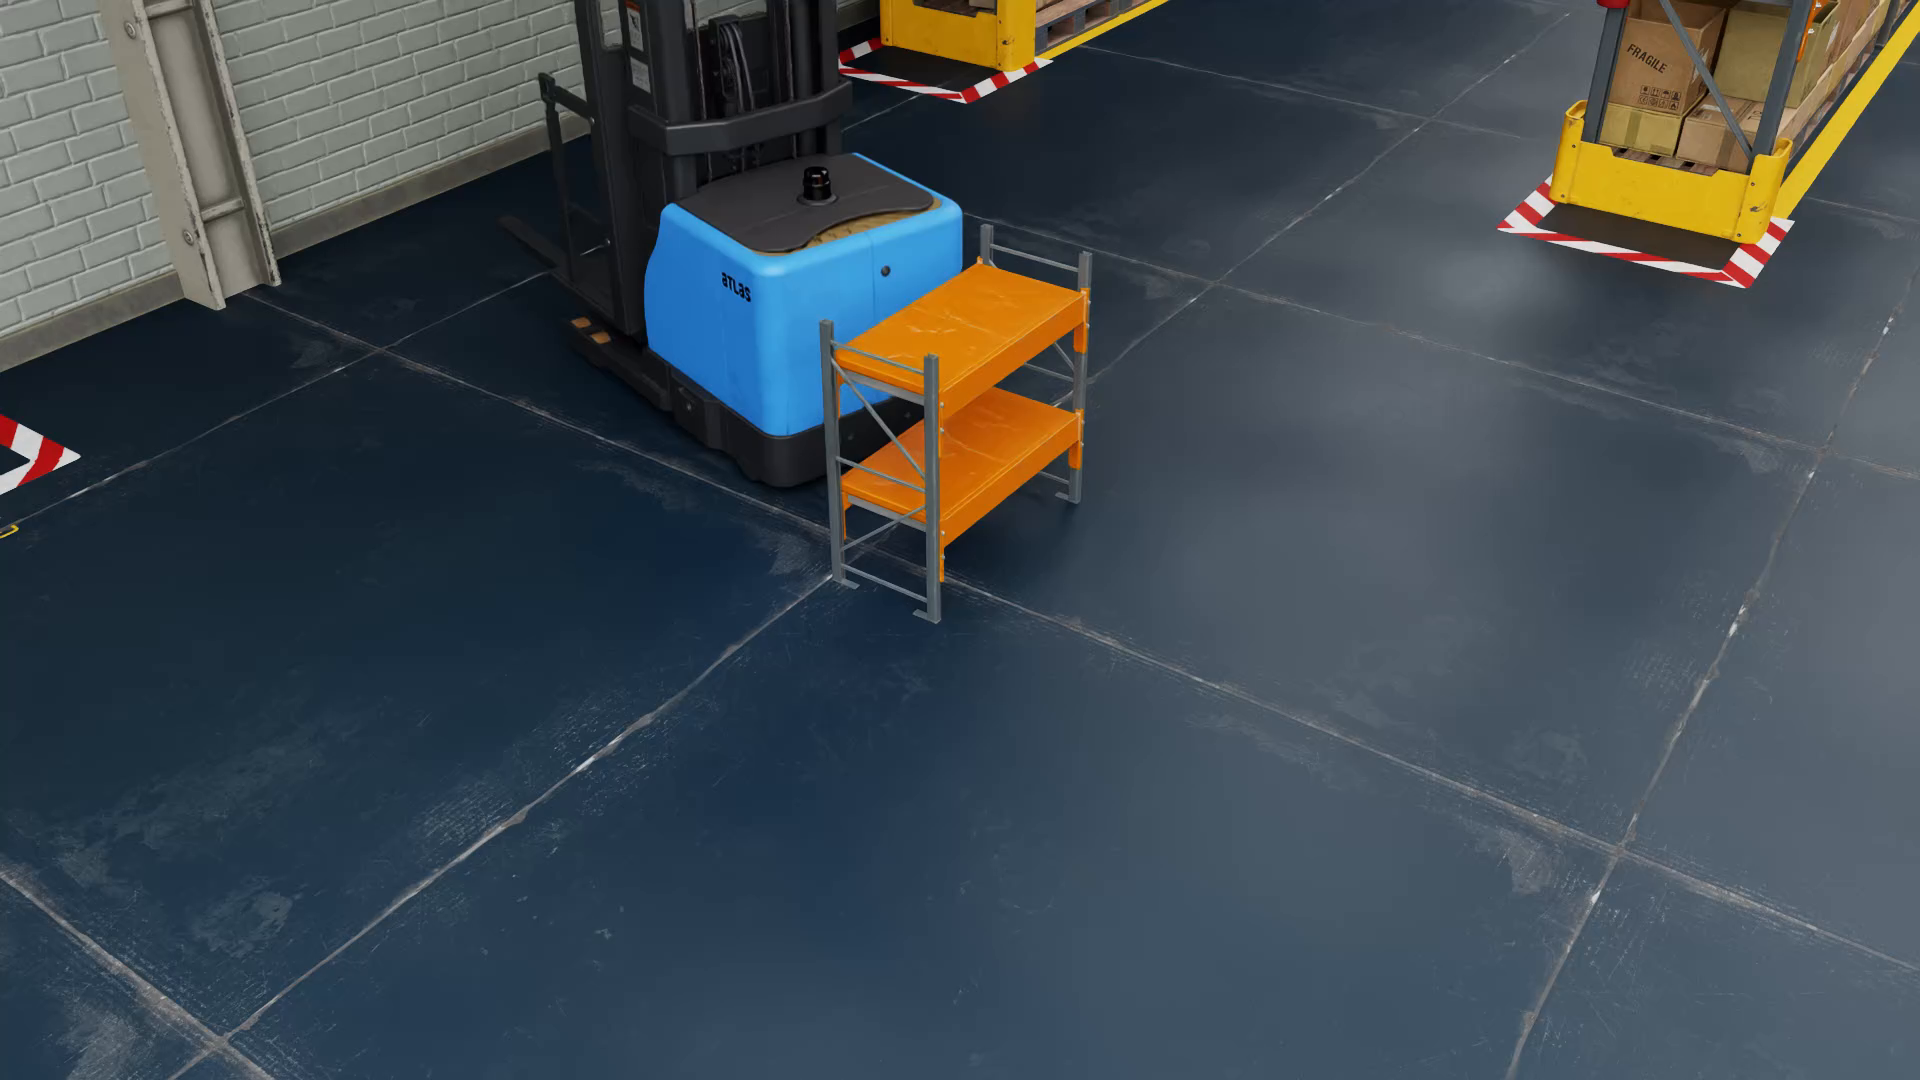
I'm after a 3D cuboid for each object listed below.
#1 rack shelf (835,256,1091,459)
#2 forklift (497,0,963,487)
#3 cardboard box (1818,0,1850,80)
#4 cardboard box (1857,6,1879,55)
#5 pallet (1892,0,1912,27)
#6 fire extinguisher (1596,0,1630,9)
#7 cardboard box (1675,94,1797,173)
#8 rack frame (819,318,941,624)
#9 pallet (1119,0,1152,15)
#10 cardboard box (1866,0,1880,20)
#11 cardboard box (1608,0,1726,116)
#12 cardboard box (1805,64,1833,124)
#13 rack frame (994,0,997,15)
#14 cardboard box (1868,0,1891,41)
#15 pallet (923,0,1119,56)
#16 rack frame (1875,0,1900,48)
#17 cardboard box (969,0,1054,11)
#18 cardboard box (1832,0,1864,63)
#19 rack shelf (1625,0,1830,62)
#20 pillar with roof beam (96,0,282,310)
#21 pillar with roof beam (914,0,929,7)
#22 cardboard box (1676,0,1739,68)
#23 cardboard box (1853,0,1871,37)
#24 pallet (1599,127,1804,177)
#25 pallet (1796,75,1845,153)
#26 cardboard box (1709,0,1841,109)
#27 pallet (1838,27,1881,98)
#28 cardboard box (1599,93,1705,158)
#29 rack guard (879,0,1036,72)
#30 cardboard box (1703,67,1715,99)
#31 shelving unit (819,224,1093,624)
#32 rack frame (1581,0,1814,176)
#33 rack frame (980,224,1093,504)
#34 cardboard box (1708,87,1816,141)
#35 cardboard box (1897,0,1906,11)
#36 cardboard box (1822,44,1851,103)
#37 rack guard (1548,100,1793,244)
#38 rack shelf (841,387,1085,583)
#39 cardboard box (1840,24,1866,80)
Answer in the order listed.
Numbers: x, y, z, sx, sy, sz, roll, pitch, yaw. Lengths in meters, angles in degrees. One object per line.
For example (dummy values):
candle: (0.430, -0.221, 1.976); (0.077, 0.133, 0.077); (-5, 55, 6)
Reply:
rack shelf: (0.004, -0.712, 6.276); (0.538, 0.278, 1.000); (21, 39, 28)
forklift: (-1.278, -2.198, 7.384); (1.130, 2.935, 3.031); (-24, 41, -31)
cardboard box: (5.049, -3.121, 10.098); (0.500, 0.500, 0.500); (21, 39, 28)
cardboard box: (5.905, -3.500, 11.328); (0.500, 0.250, 0.500); (21, 39, 28)
pallet: (6.671, -4.172, 12.731); (1.003, 0.211, 1.213); (21, 39, 28)
fire extinguisher: (3.553, -3.197, 8.869); (0.296, 0.674, 0.183); (21, 39, 28)
cardboard box: (4.491, -2.346, 9.620); (0.500, 0.250, 0.500); (21, 39, 28)
rack frame: (-0.286, -0.235, 6.094); (0.500, 1.125, 0.032); (21, 39, 28)
pallet: (1.163, -4.517, 13.241); (1.003, 0.211, 1.213); (21, 39, 28)
cardboard box: (5.904, -3.812, 11.119); (0.500, 0.500, 0.500); (21, 39, 28)
cardboard box: (4.064, -2.822, 9.656); (0.500, 0.500, 0.500); (21, 39, 28)
cardboard box: (5.058, -2.807, 10.302); (0.500, 0.250, 0.500); (21, 39, 28)
rack frame: (-0.069, -4.715, 11.045); (1.000, 3.000, 0.127); (21, 39, 28)
cardboard box: (6.198, -3.727, 11.664); (0.500, 0.250, 0.500); (21, 39, 28)
pallet: (0.466, -3.958, 12.414); (1.003, 0.211, 1.213); (21, 39, 28)
rack frame: (6.283, -4.976, 11.430); (1.000, 3.000, 0.127); (21, 39, 28)
cardboard box: (0.399, -4.073, 12.103); (0.500, 0.311, 0.500); (17, 37, 23)
cardboard box: (5.348, -3.346, 10.430); (0.500, 0.500, 0.500); (21, 39, 28)
rack shelf: (5.143, -3.757, 10.270); (1.077, 0.370, 4.000); (21, 39, 28)
pillar with roof beam: (-0.265, -3.663, 4.133); (9.100, 9.000, 0.400); (21, 39, 28)
pillar with roof beam: (3.156, -6.424, 8.216); (9.100, 9.000, 0.400); (21, 39, 28)
cardboard box: (4.622, -3.287, 10.343); (0.500, 0.500, 0.500); (21, 39, 28)
cardboard box: (5.622, -3.580, 10.777); (0.500, 0.500, 0.500); (21, 39, 28)
pallet: (4.404, -2.345, 10.029); (1.003, 0.211, 1.213); (21, 39, 28)
pallet: (5.100, -2.904, 10.856); (1.003, 0.211, 1.213); (21, 39, 28)
cardboard box: (4.774, -2.887, 9.751); (0.500, 0.500, 0.500); (21, 39, 28)
pallet: (5.795, -3.468, 11.690); (1.003, 0.211, 1.213); (21, 39, 28)
cardboard box: (4.065, -2.511, 9.865); (0.500, 0.250, 0.500); (21, 39, 28)
rack guard: (-0.026, -3.715, 11.797); (1.175, 0.500, 0.348); (21, 39, 28)
cardboard box: (4.341, -2.745, 10.211); (0.500, 0.250, 0.500); (21, 39, 28)
shelving unit: (0.004, -0.469, 6.439); (0.538, 1.125, 1.048); (21, 39, 28)
rack frame: (4.002, -3.135, 8.708); (1.000, 3.000, 0.127); (21, 39, 28)
rack frame: (0.294, -0.703, 6.785); (0.500, 1.125, 0.032); (21, 39, 28)
cardboard box: (4.773, -2.577, 9.962); (0.500, 0.250, 0.500); (21, 39, 28)
cardboard box: (6.717, -4.117, 12.240); (0.500, 0.250, 0.500); (20, 39, 27)
cardboard box: (5.348, -3.035, 10.640); (0.500, 0.250, 0.500); (21, 39, 28)
rack guard: (3.989, -2.088, 9.392); (1.175, 0.500, 0.348); (21, 39, 28)
rack shelf: (0.004, -0.267, 6.576); (0.538, 0.278, 1.000); (21, 39, 28)
cardboard box: (5.632, -3.266, 10.981); (0.500, 0.250, 0.500); (21, 39, 28)
